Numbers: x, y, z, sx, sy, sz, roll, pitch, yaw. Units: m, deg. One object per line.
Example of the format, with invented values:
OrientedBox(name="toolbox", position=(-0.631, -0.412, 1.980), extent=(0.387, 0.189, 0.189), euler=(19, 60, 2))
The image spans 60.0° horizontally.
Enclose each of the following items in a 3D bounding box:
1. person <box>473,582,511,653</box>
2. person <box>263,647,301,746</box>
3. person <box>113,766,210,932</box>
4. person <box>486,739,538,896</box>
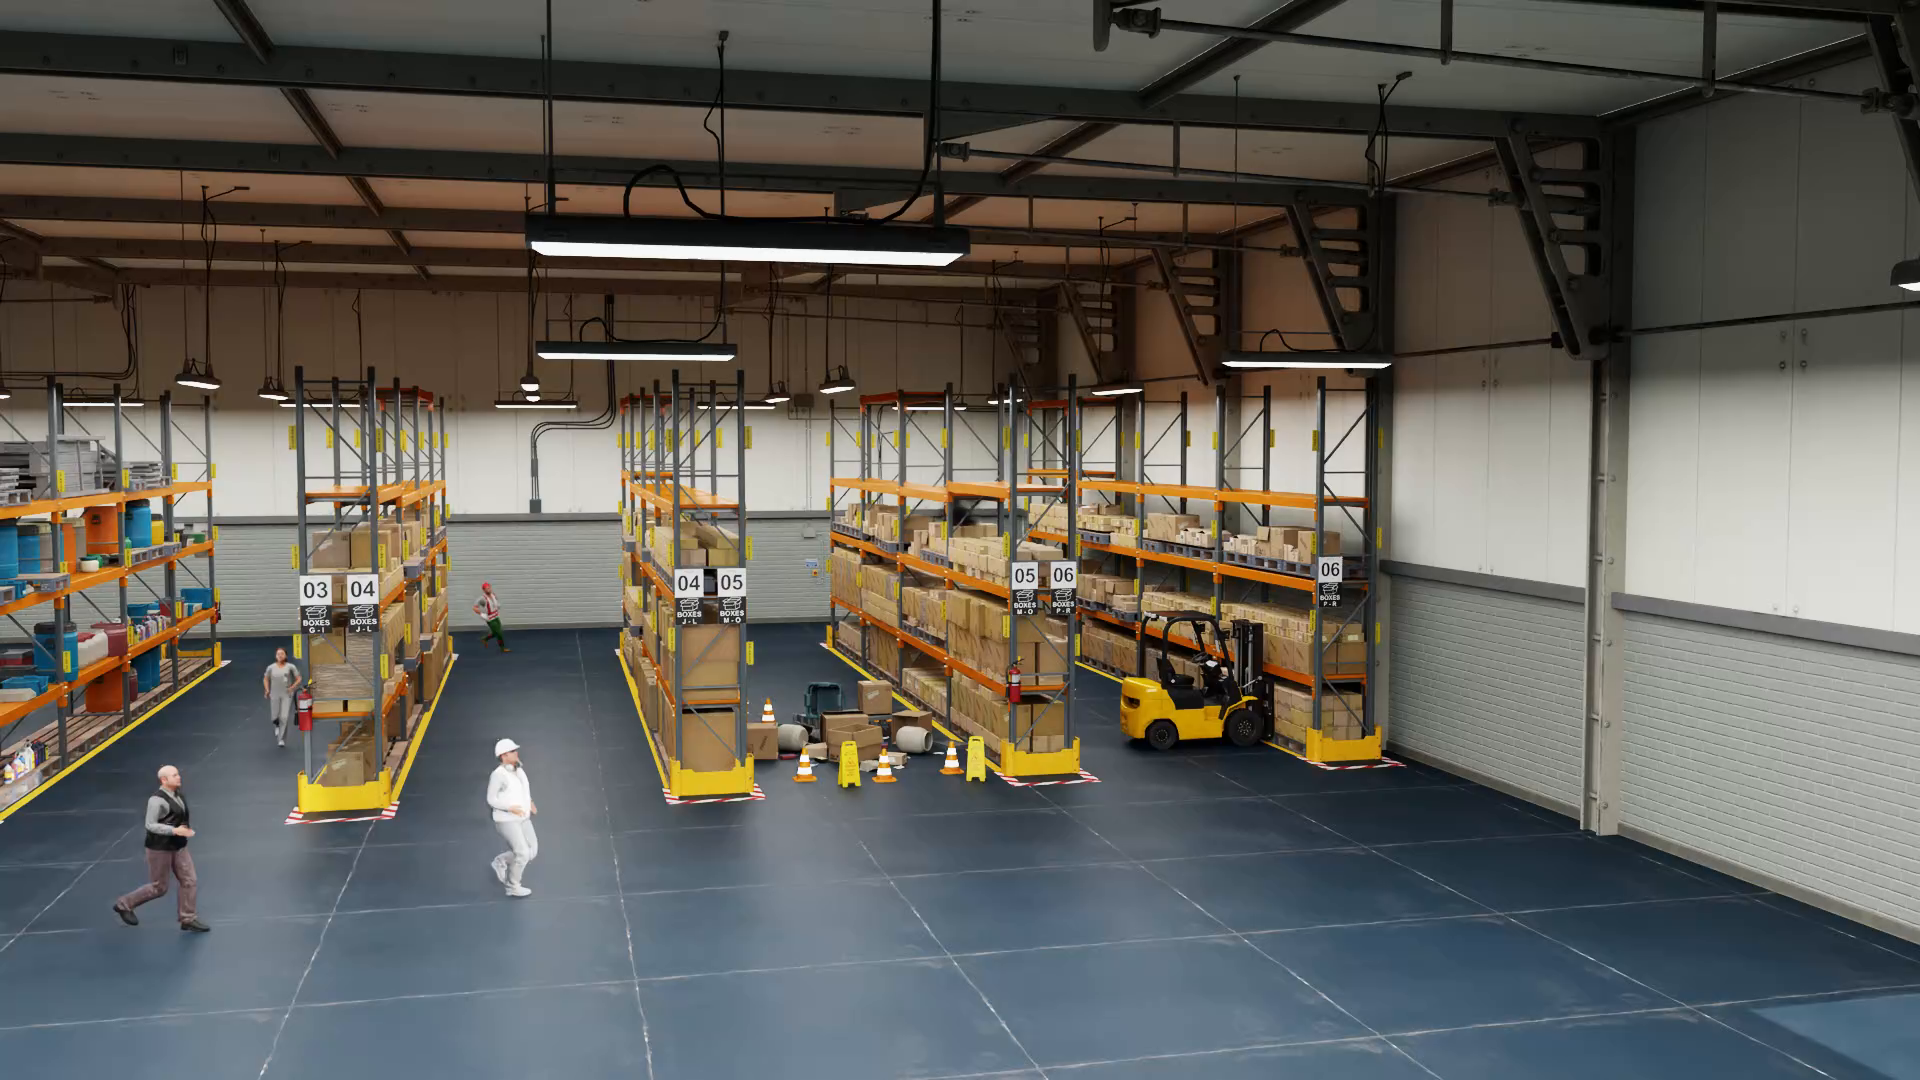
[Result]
OrientedBox(name="person", position=(-11.108, 1.830, 39.177), extent=(0.807, 1.691, 0.756), euler=(1, 4, 20))
OrientedBox(name="person", position=(-11.140, 2.573, 27.323), extent=(0.578, 1.618, 0.560), euler=(-1, 4, -17))
OrientedBox(name="person", position=(-8.099, 3.137, 16.871), extent=(0.927, 1.712, 0.646), euler=(0, 3, 3))
OrientedBox(name="person", position=(-4.942, 3.047, 18.294), extent=(0.609, 1.722, 0.657), euler=(1, 4, 16))
